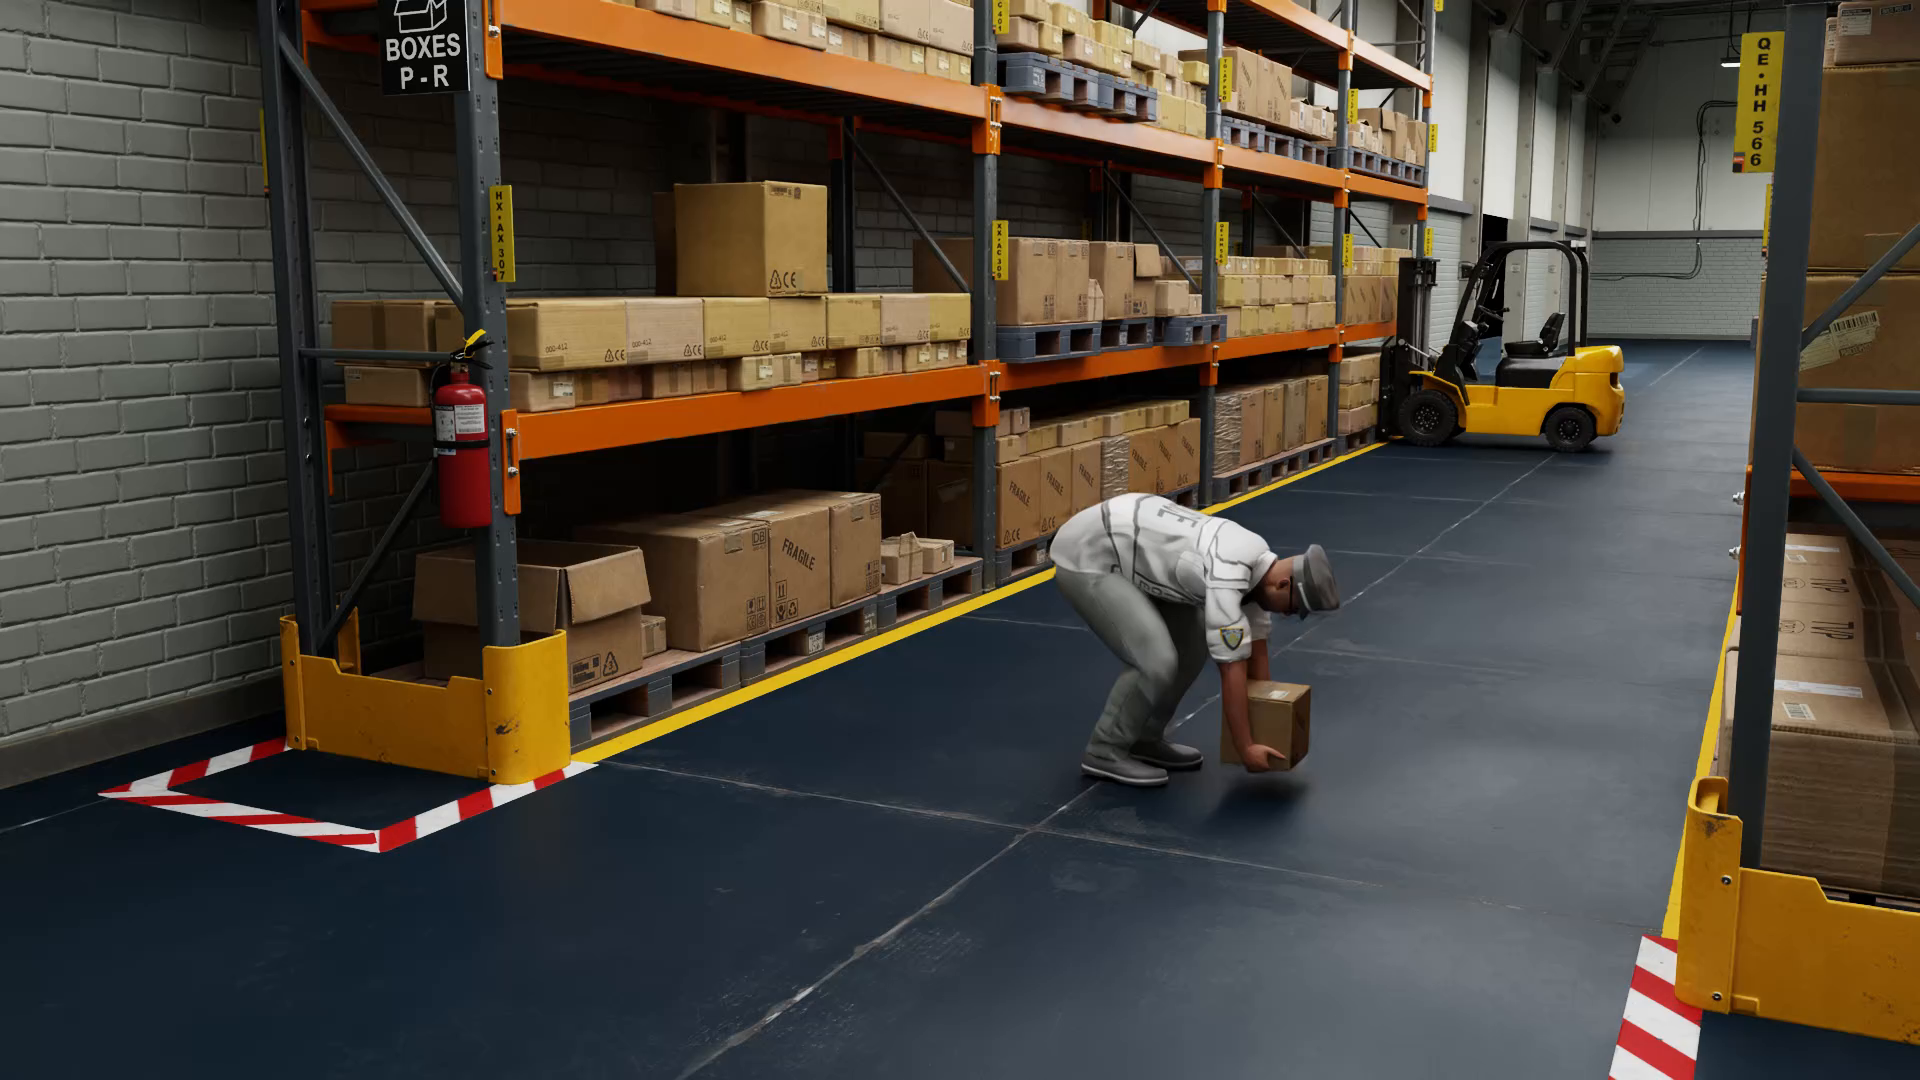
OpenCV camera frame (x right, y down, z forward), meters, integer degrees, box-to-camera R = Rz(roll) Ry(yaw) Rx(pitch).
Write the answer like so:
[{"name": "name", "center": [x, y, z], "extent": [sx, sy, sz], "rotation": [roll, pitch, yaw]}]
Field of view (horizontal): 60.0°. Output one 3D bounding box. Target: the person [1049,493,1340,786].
[{"name": "person", "center": [0.830, 0.355, 5.943], "extent": [1.028, 1.020, 0.515], "rotation": [4, 10, 23]}]
